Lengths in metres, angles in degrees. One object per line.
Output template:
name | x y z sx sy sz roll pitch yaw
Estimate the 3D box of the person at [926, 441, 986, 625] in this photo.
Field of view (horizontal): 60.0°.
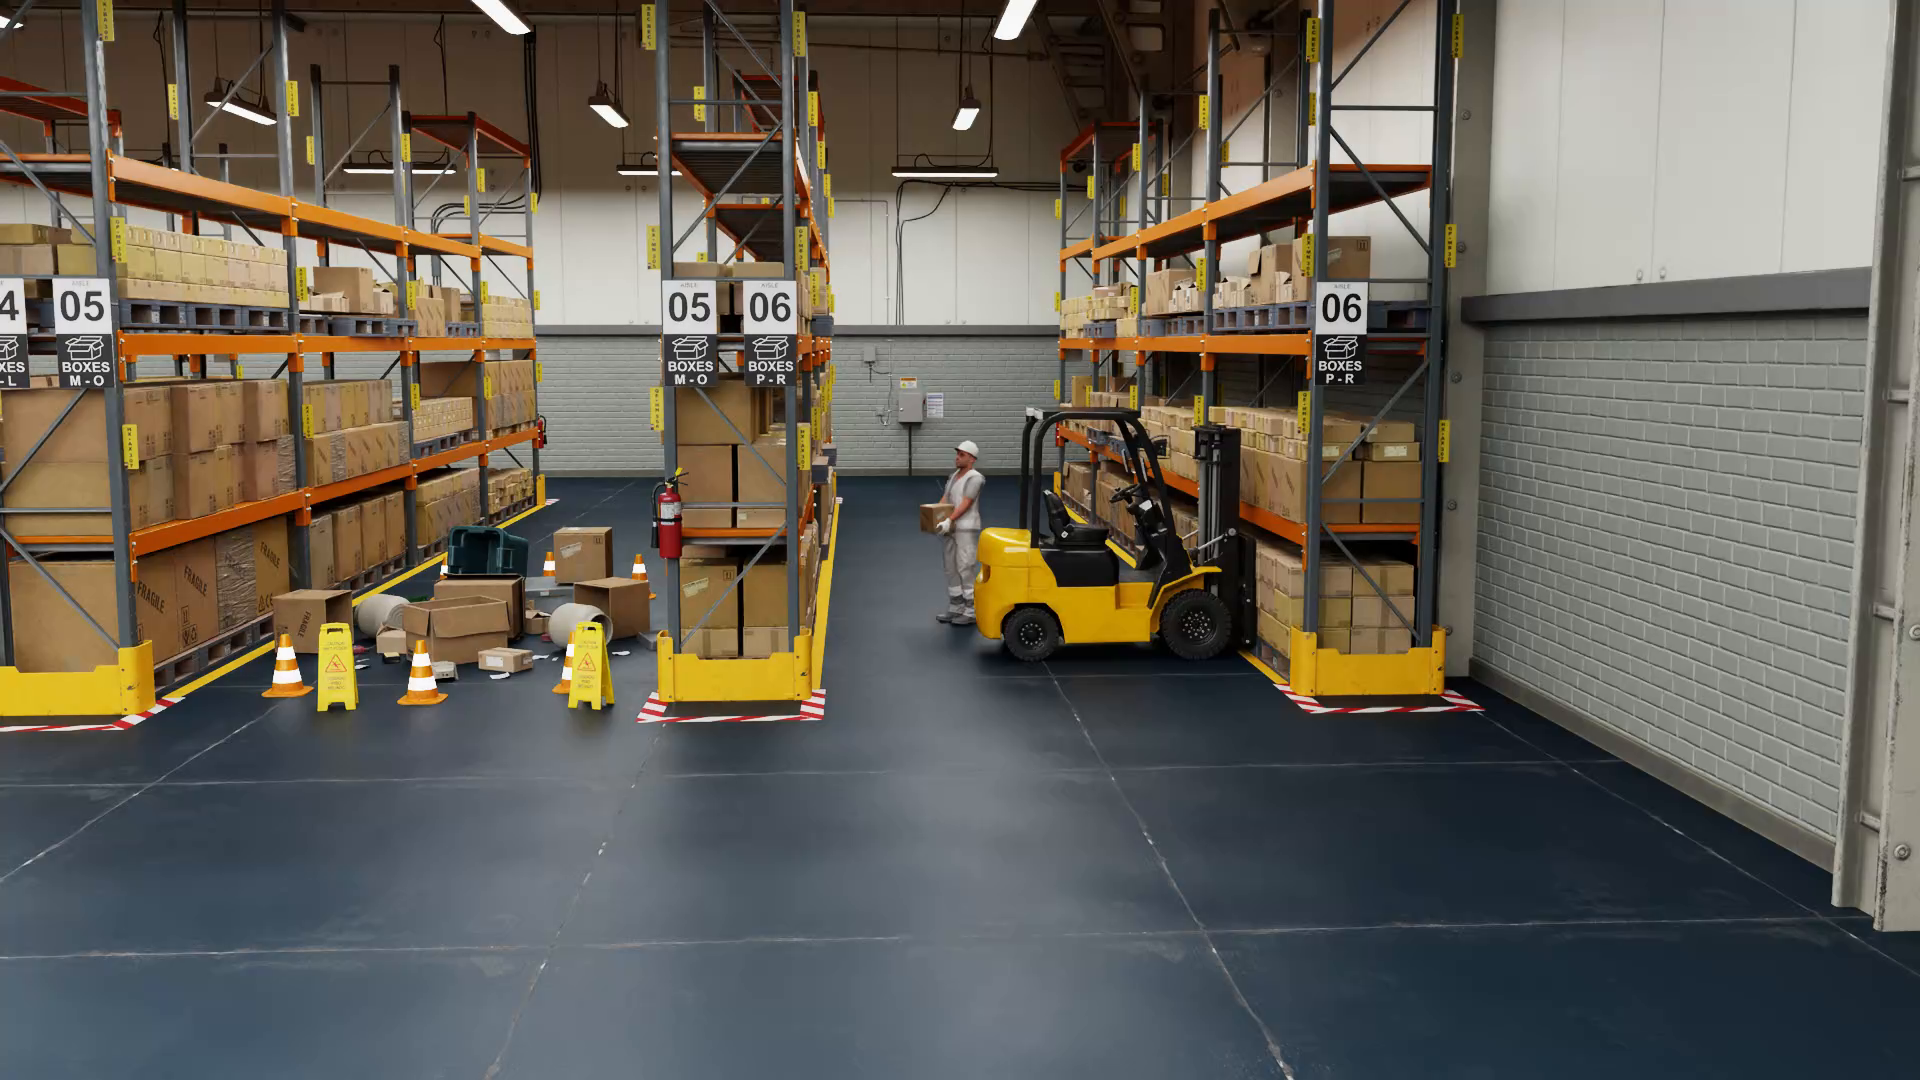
person | -0.069 -0.069 16.226 0.558 1.788 0.502 -4 8 -30
